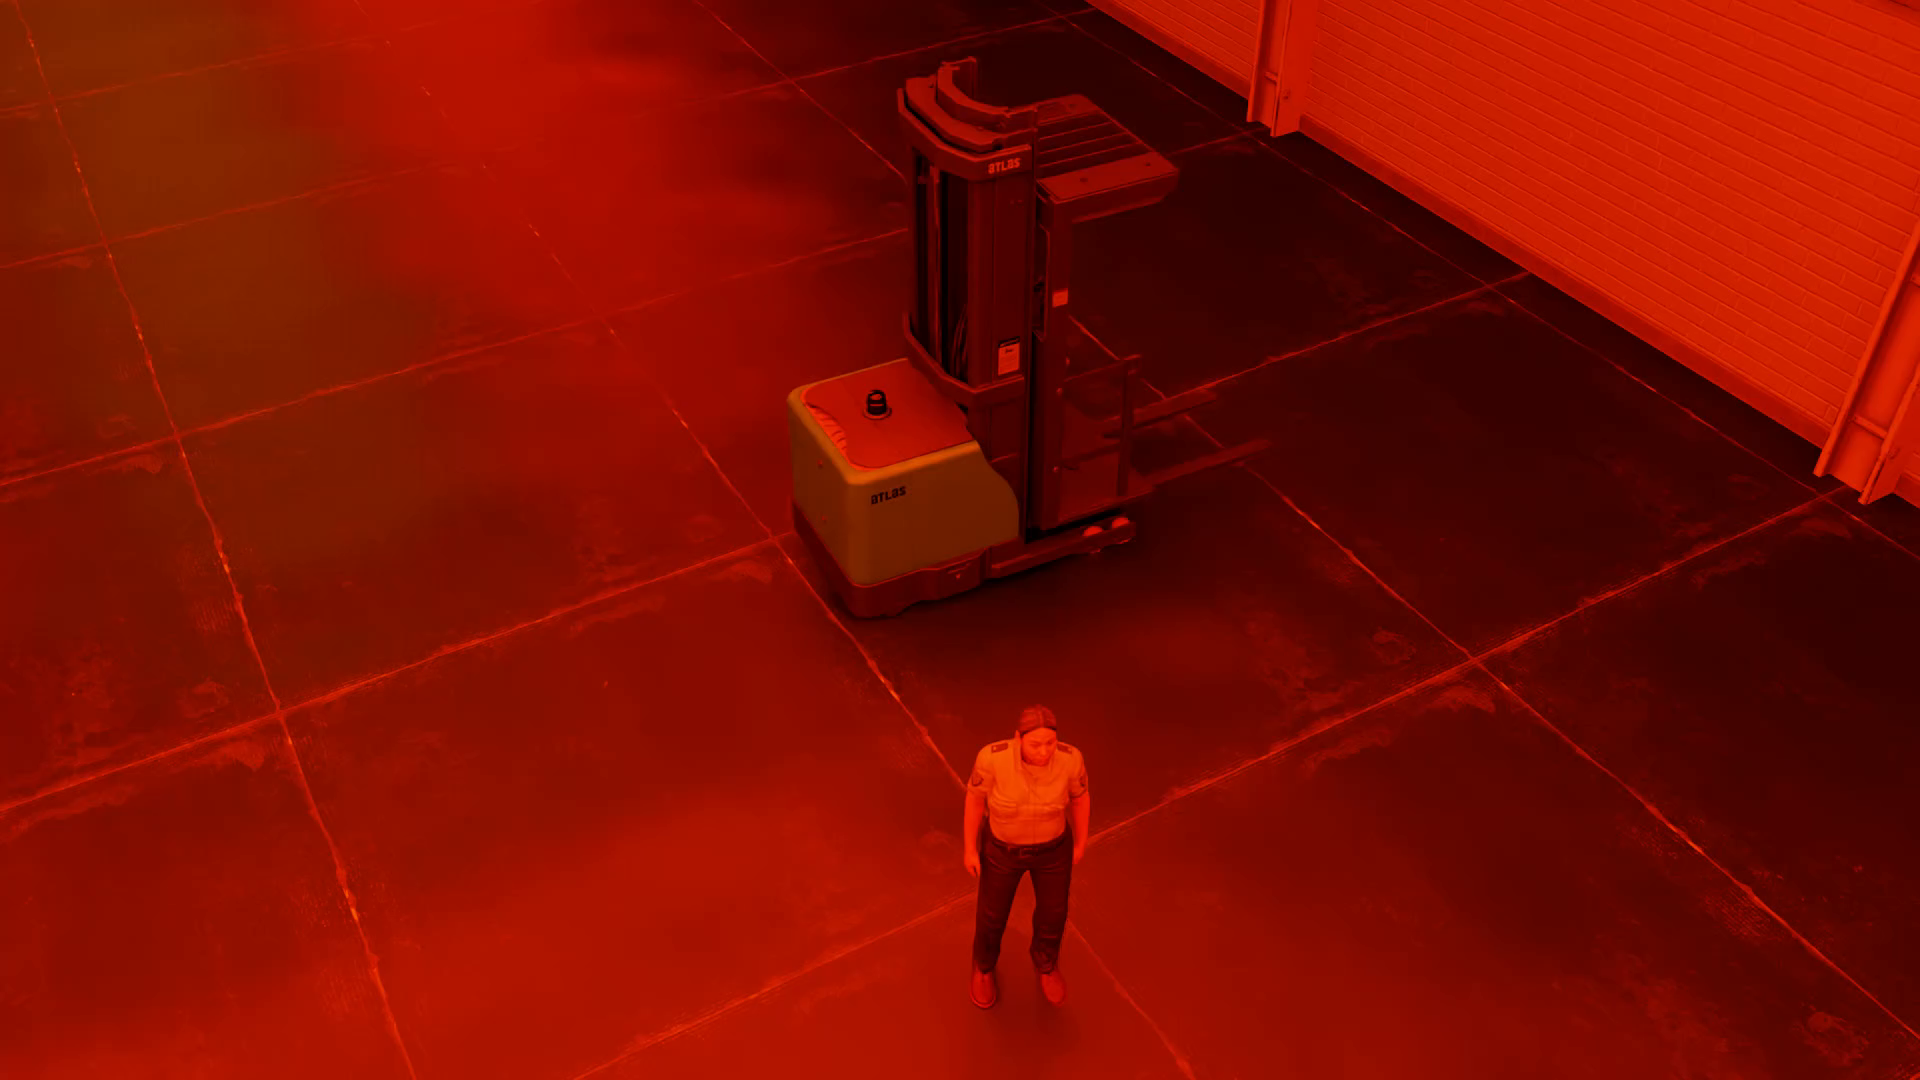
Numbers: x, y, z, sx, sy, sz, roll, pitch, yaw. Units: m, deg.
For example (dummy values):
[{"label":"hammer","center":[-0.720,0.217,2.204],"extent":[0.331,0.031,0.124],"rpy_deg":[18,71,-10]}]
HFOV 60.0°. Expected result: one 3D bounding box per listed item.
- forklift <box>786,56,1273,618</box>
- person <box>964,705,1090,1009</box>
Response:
[{"label":"forklift","center":[0.521,-1.330,9.640],"extent":[3.031,2.935,1.130],"rpy_deg":[-18,43,-20]},{"label":"person","center":[0.298,1.406,7.358],"extent":[0.559,1.668,0.434],"rpy_deg":[-2,40,-3]}]
